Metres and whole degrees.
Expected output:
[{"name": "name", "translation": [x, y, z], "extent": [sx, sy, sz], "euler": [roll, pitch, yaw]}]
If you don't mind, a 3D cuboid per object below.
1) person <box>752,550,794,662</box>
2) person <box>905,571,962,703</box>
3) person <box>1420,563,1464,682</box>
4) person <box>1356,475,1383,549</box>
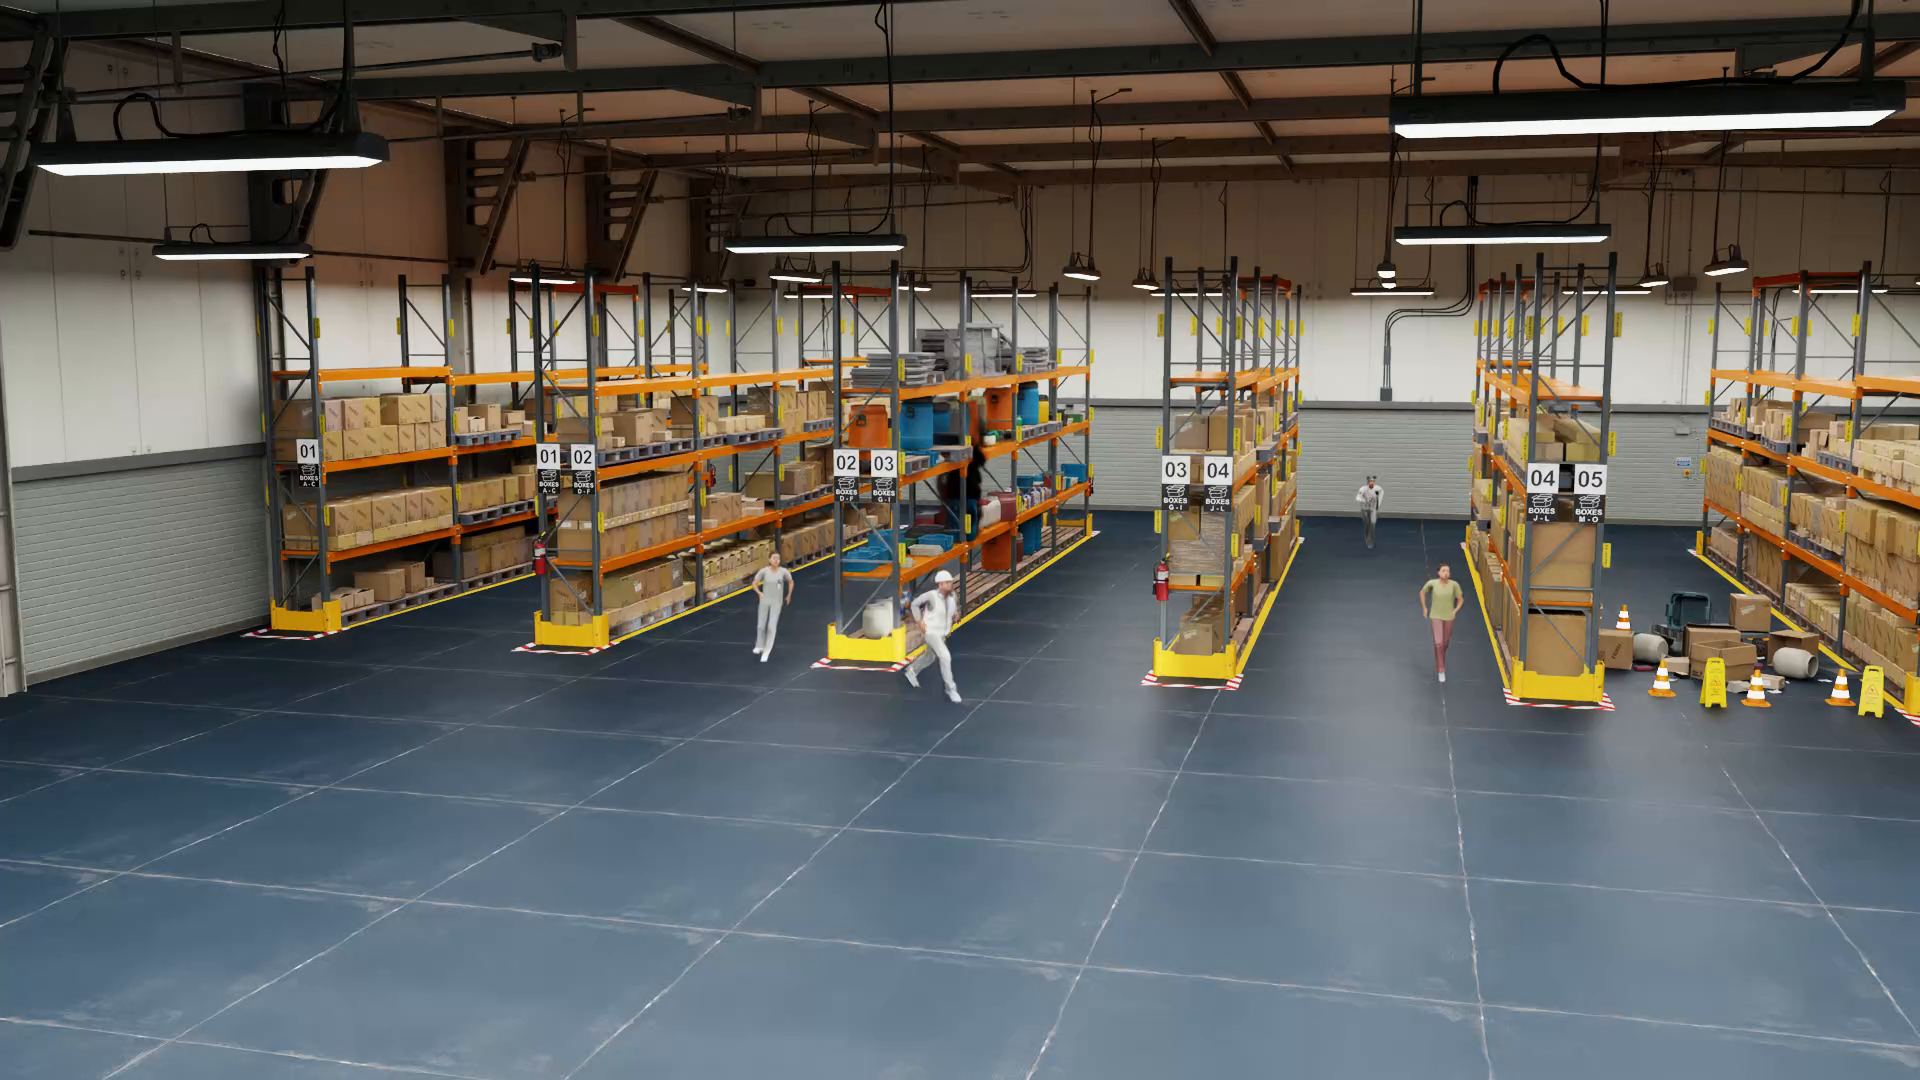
[{"name": "person", "translation": [-2.860, 0.988, 25.326], "extent": [0.636, 1.682, 0.690], "euler": [0, 7, -2]}, {"name": "person", "translation": [-0.367, 1.279, 22.634], "extent": [1.064, 1.782, 0.660], "euler": [6, 9, 38]}, {"name": "person", "translation": [6.956, 1.166, 24.024], "extent": [0.591, 1.713, 0.832], "euler": [1, 7, 6]}, {"name": "person", "translation": [9.427, -0.669, 38.302], "extent": [0.612, 1.695, 0.992], "euler": [2, 7, 13]}]
